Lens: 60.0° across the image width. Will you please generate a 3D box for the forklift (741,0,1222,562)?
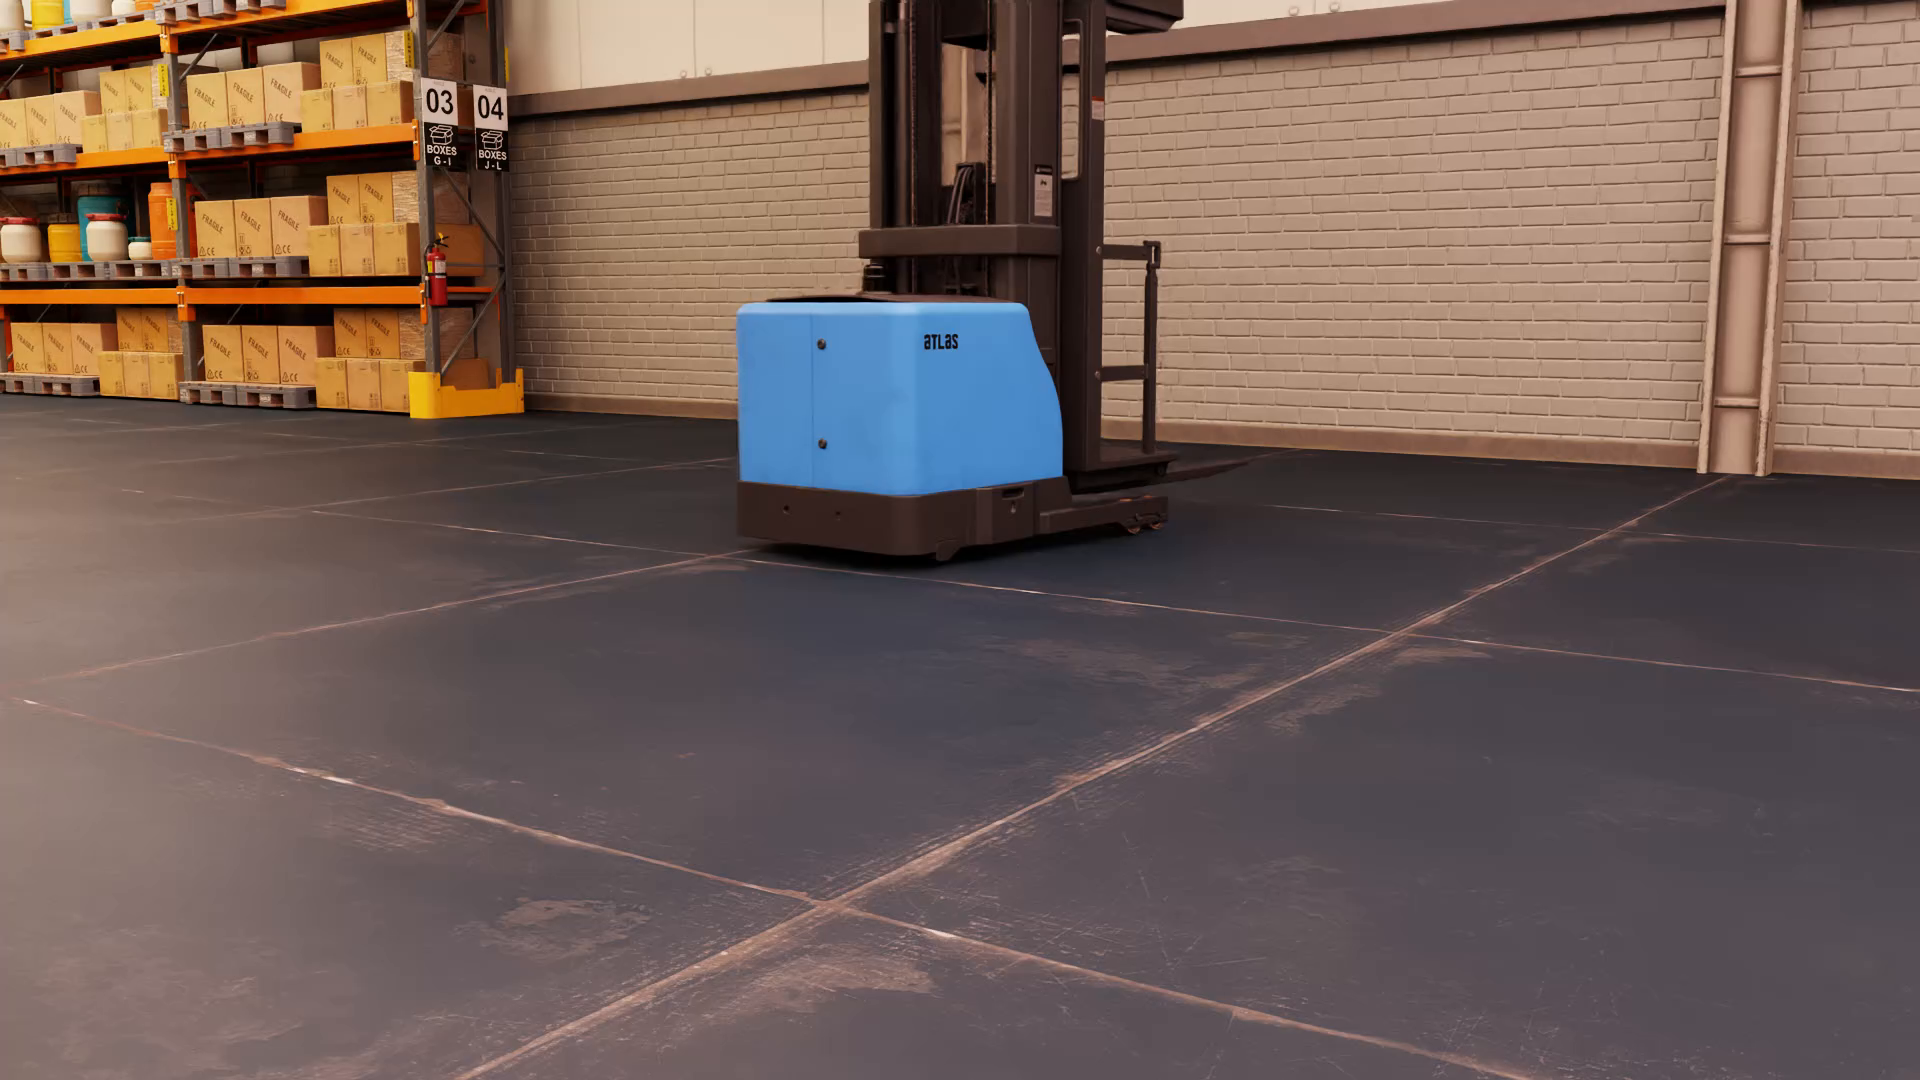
[{"bbox_3d":[0.306,-1.526,7.922,1.130,2.935,3.031,6,10,34],"label":"forklift"}]
